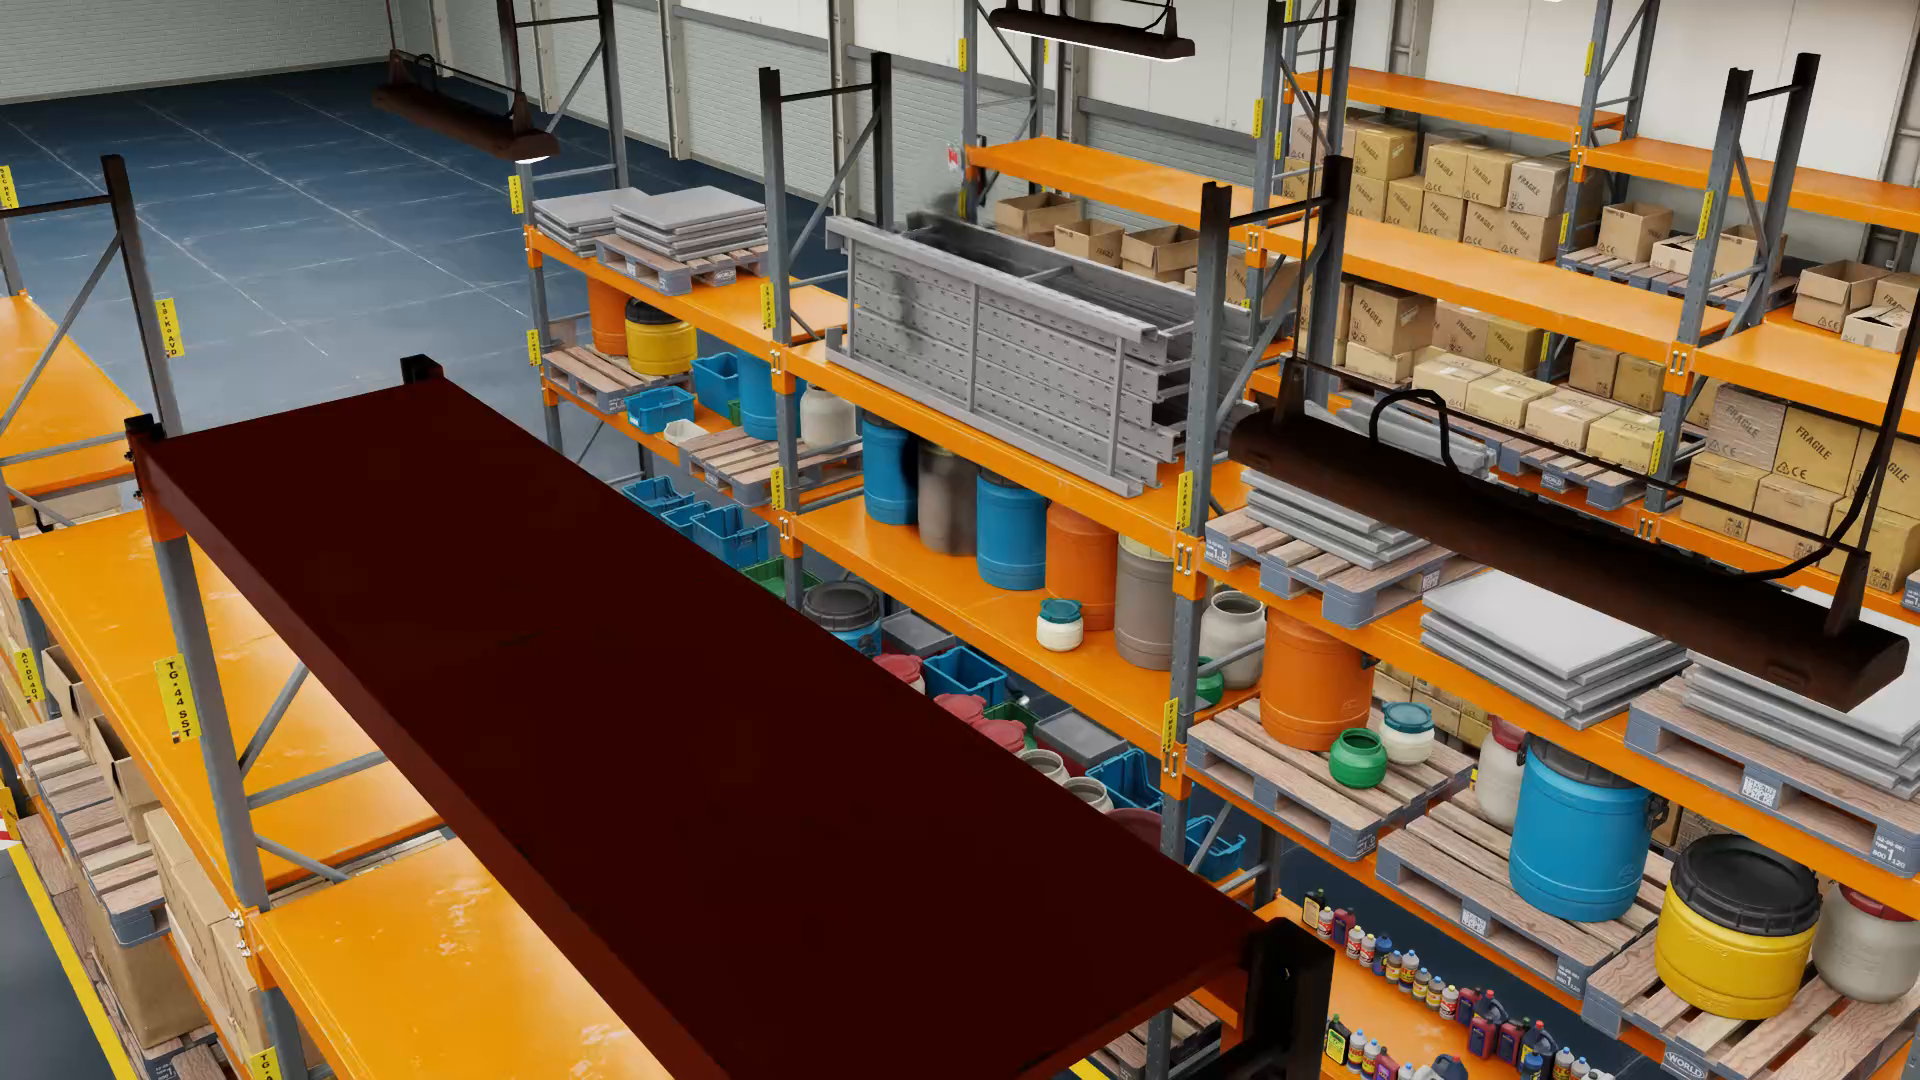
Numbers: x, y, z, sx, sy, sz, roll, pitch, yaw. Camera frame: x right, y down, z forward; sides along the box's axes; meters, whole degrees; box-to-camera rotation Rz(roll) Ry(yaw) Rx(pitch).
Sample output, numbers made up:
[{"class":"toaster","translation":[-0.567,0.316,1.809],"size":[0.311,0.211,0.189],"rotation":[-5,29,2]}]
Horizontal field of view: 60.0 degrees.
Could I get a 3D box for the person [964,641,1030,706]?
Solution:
[{"class":"person","translation":[0.238,0.857,14.650],"size":[0.872,1.593,0.540],"rotation":[19,31,33]}]
